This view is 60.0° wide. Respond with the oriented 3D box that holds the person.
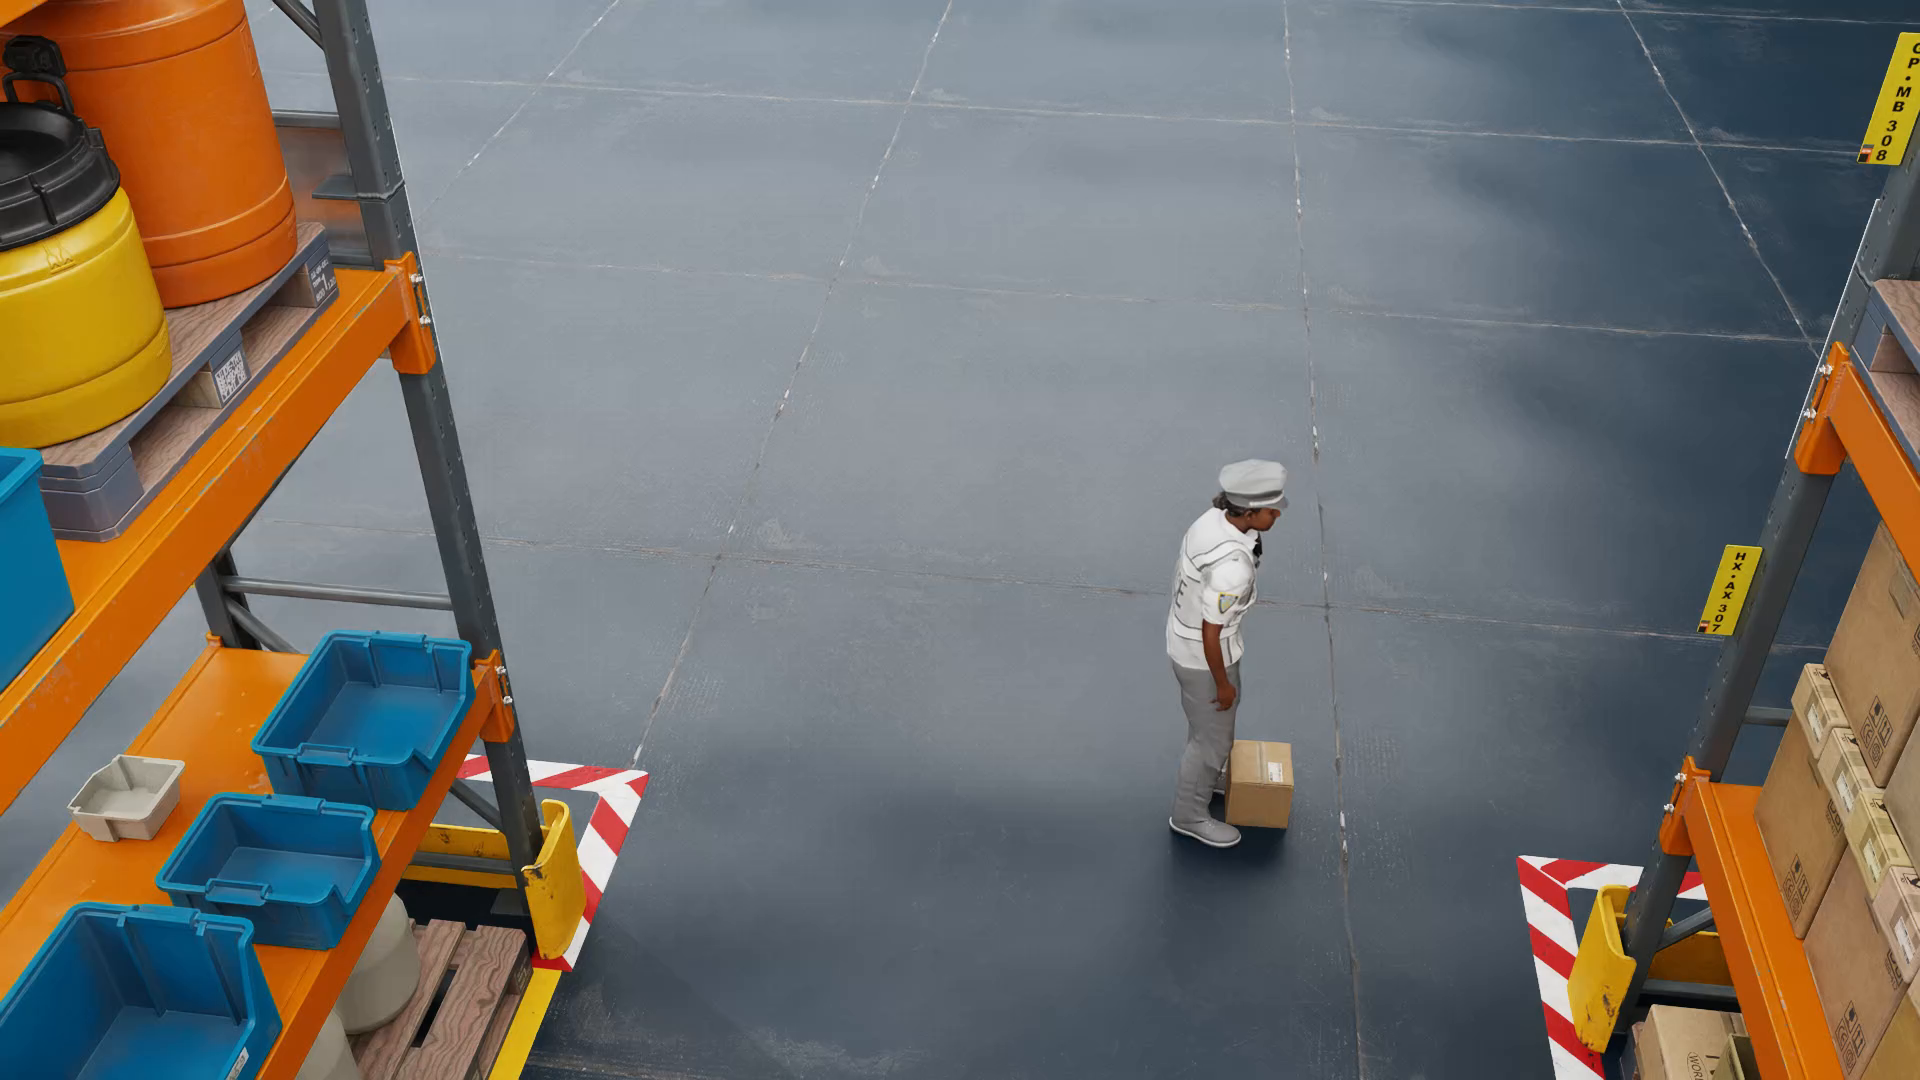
[{"bbox_3d":[1.007,0.429,6.455,0.415,1.660,0.507,5,37,6],"label":"person"}]
